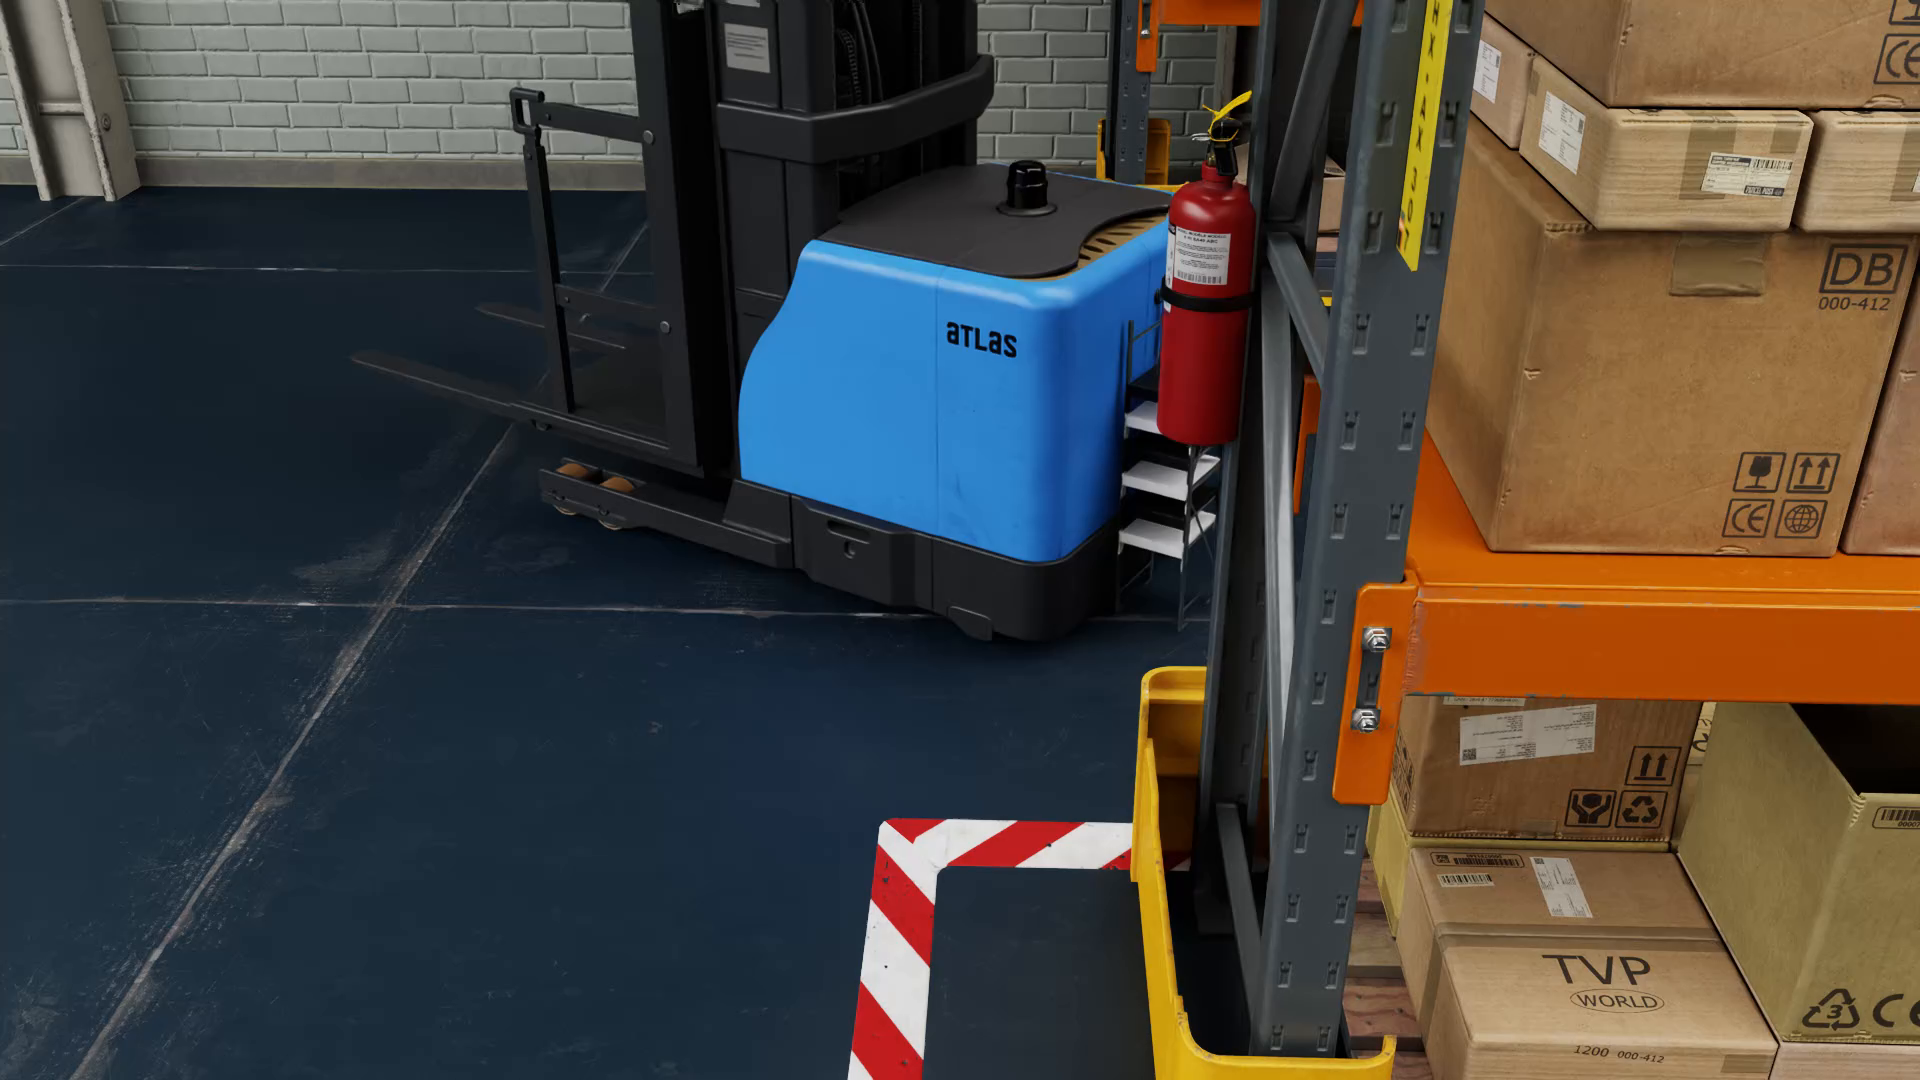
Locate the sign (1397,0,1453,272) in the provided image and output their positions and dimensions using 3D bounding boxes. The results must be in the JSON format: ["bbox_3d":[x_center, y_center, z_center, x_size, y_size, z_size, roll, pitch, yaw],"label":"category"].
[{"bbox_3d":[0.546,-0.487,1.957,0.005,0.325,0.100,1,28,2],"label":"sign"}]

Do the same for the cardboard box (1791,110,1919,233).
[{"bbox_3d":[1.220,-0.549,2.285,0.250,0.149,0.380,0,28,0],"label":"cardboard box"}]

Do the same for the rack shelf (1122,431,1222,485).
[{"bbox_3d":[0.602,-0.257,4.653,0.200,0.077,0.258,16,32,28],"label":"rack shelf"}]

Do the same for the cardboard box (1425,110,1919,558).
[{"bbox_3d":[1.037,-0.360,2.619,0.500,0.500,0.700,1,28,2],"label":"cardboard box"}]

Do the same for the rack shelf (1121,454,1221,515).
[{"bbox_3d":[0.602,-0.177,4.695,0.200,0.077,0.258,16,32,28],"label":"rack shelf"}]

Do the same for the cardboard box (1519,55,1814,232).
[{"bbox_3d":[0.956,-0.553,2.290,0.250,0.149,0.380,1,28,1],"label":"cardboard box"}]

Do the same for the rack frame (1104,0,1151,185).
[{"bbox_3d":[0.742,-2.648,7.042,0.127,3.000,1.000,1,28,2],"label":"rack frame"}]

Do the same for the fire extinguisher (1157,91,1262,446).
[{"bbox_3d":[0.469,-0.514,3.100,0.183,0.674,0.296,1,28,2],"label":"fire extinguisher"}]

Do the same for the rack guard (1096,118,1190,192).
[{"bbox_3d":[0.818,-1.542,7.625,0.348,0.500,1.175,1,28,2],"label":"rack guard"}]

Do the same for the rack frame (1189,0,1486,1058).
[{"bbox_3d":[0.571,-0.329,2.668,0.127,3.000,1.000,1,28,2],"label":"rack frame"}]

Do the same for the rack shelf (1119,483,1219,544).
[{"bbox_3d":[0.602,-0.098,4.737,0.200,0.077,0.258,16,32,28],"label":"rack shelf"}]

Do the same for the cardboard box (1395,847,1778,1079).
[{"bbox_3d":[1.099,0.813,3.001,0.500,0.250,0.500,1,28,2],"label":"cardboard box"}]

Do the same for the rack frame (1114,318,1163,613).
[{"bbox_3d":[0.515,-0.232,4.727,0.006,0.900,0.240,16,32,28],"label":"rack frame"}]

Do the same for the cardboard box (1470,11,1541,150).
[{"bbox_3d":[0.960,-0.743,2.649,0.250,0.149,0.380,0,28,1],"label":"cardboard box"}]

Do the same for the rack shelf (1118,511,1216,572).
[{"bbox_3d":[0.602,-0.018,4.779,0.200,0.077,0.258,16,32,28],"label":"rack shelf"}]

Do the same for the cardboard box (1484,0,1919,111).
[{"bbox_3d":[1.090,-0.932,2.313,0.500,0.500,0.700,1,28,2],"label":"cardboard box"}]

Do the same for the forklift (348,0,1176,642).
[{"bbox_3d":[-0.760,-1.518,4.985,3.031,2.935,1.130,16,32,28],"label":"forklift"}]

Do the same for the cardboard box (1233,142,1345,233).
[{"bbox_3d":[1.431,-1.601,7.468,0.500,0.311,0.500,-2,28,-4],"label":"cardboard box"}]

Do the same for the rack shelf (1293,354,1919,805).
[{"bbox_3d":[2.570,0.022,2.774,4.000,0.370,1.077,1,28,2],"label":"rack shelf"}]

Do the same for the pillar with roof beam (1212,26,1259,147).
[{"bbox_3d":[1.320,-3.677,2.578,0.400,9.000,9.100,1,28,2],"label":"pillar with roof beam"}]

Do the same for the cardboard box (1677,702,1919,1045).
[{"bbox_3d":[1.599,0.489,2.811,0.500,0.500,0.500,1,28,2],"label":"cardboard box"}]

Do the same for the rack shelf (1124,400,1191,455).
[{"bbox_3d":[0.602,-0.336,4.611,0.200,0.077,0.258,16,32,28],"label":"rack shelf"}]

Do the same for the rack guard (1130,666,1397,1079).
[{"bbox_3d":[0.547,0.775,3.254,0.348,0.500,1.175,1,28,2],"label":"rack guard"}]

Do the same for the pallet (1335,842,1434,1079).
[{"bbox_3d":[1.337,0.896,3.334,1.213,0.211,1.003,1,28,2],"label":"pallet"}]

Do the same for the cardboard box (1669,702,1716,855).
[{"bbox_3d":[1.618,0.573,3.453,0.500,0.250,0.500,1,28,2],"label":"cardboard box"}]

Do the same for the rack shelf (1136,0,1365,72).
[{"bbox_3d":[2.741,-2.297,7.148,4.000,0.370,1.077,1,28,2],"label":"rack shelf"}]

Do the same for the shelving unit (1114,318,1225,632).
[{"bbox_3d":[0.602,-0.207,4.679,0.210,0.900,0.258,16,32,28],"label":"shelving unit"}]

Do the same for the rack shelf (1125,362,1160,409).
[{"bbox_3d":[0.602,-0.416,4.568,0.200,0.077,0.258,16,32,28],"label":"rack shelf"}]

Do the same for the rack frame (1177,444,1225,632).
[{"bbox_3d":[0.688,-0.182,4.632,0.006,0.900,0.240,16,32,28],"label":"rack frame"}]

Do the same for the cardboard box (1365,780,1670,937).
[{"bbox_3d":[1.118,0.571,3.458,0.500,0.250,0.500,1,28,2],"label":"cardboard box"}]

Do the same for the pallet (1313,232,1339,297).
[{"bbox_3d":[1.629,-1.385,7.637,1.213,0.211,1.003,1,28,2],"label":"pallet"}]

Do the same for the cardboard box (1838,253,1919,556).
[{"bbox_3d":[1.562,-0.353,2.607,0.500,0.500,0.700,2,28,3],"label":"cardboard box"}]

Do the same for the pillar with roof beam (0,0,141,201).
[{"bbox_3d":[-4.676,-3.776,2.765,0.400,9.000,9.100,1,28,2],"label":"pillar with roof beam"}]

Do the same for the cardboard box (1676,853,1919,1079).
[{"bbox_3d":[1.599,0.820,2.988,0.500,0.250,0.500,1,28,2],"label":"cardboard box"}]

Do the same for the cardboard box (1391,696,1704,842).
[{"bbox_3d":[1.118,0.238,3.284,0.500,0.500,0.500,1,28,2],"label":"cardboard box"}]

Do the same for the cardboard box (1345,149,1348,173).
[{"bbox_3d":[2.000,-1.591,7.450,0.500,0.311,0.500,3,28,6],"label":"cardboard box"}]
